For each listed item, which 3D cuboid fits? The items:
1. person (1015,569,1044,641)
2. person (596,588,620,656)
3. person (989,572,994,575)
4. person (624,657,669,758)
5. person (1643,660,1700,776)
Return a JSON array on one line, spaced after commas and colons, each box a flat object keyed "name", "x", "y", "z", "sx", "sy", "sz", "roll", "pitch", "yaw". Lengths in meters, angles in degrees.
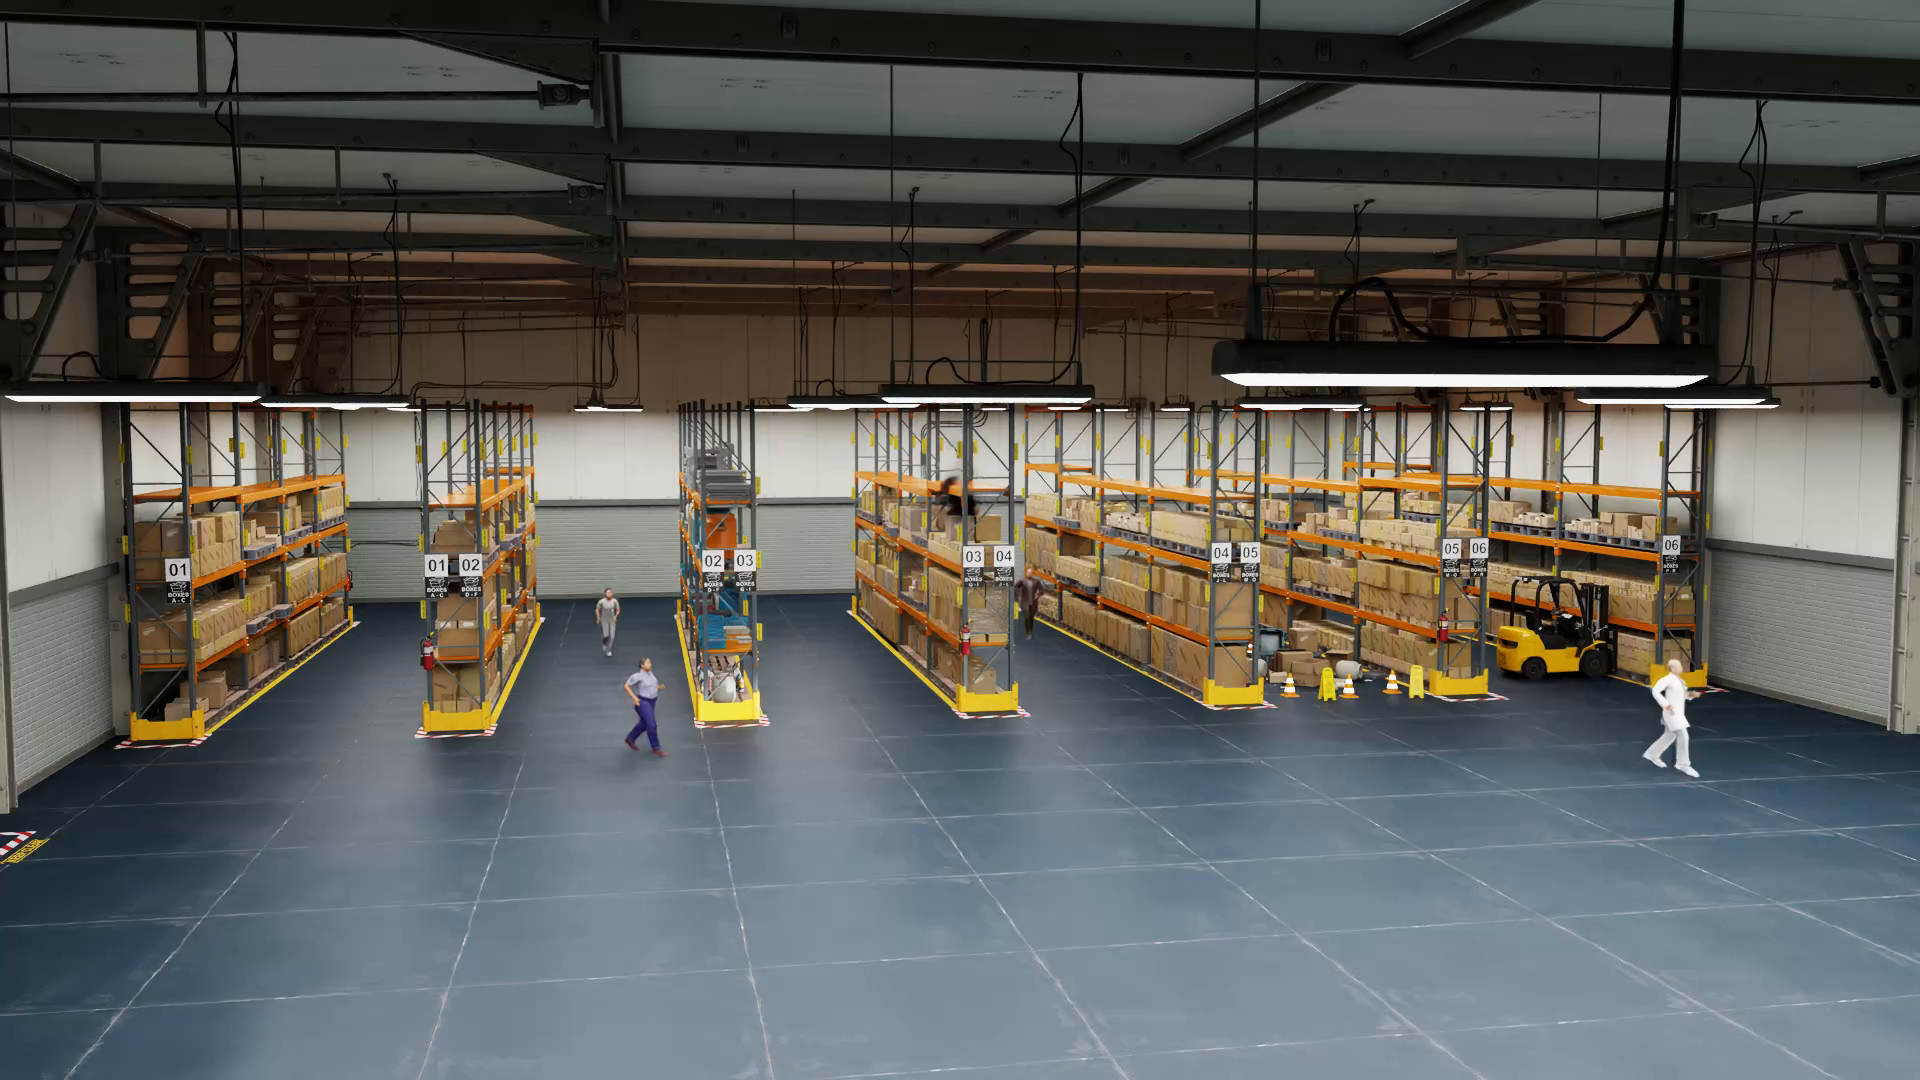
[{"name": "person", "x": 1.784, "y": 1.629, "z": 42.514, "sx": 0.712, "sy": 1.797, "sz": 0.994, "roll": 0, "pitch": 4, "yaw": -6}, {"name": "person", "x": -8.335, "y": 1.942, "z": 39.404, "sx": 0.550, "sy": 1.620, "sz": 0.592, "roll": -2, "pitch": 5, "yaw": -19}, {"name": "person", "x": 0.728, "y": 1.334, "z": 47.842, "sx": 0.583, "sy": 1.552, "sz": 0.617, "roll": 0, "pitch": 4, "yaw": -2}, {"name": "person", "x": -5.267, "y": 2.788, "z": 27.862, "sx": 0.920, "sy": 1.642, "sz": 0.598, "roll": 1, "pitch": 5, "yaw": 17}, {"name": "person", "x": 11.403, "y": 2.819, "z": 26.625, "sx": 0.876, "sy": 1.822, "sz": 0.694, "roll": 3, "pitch": 5, "yaw": 35}]
